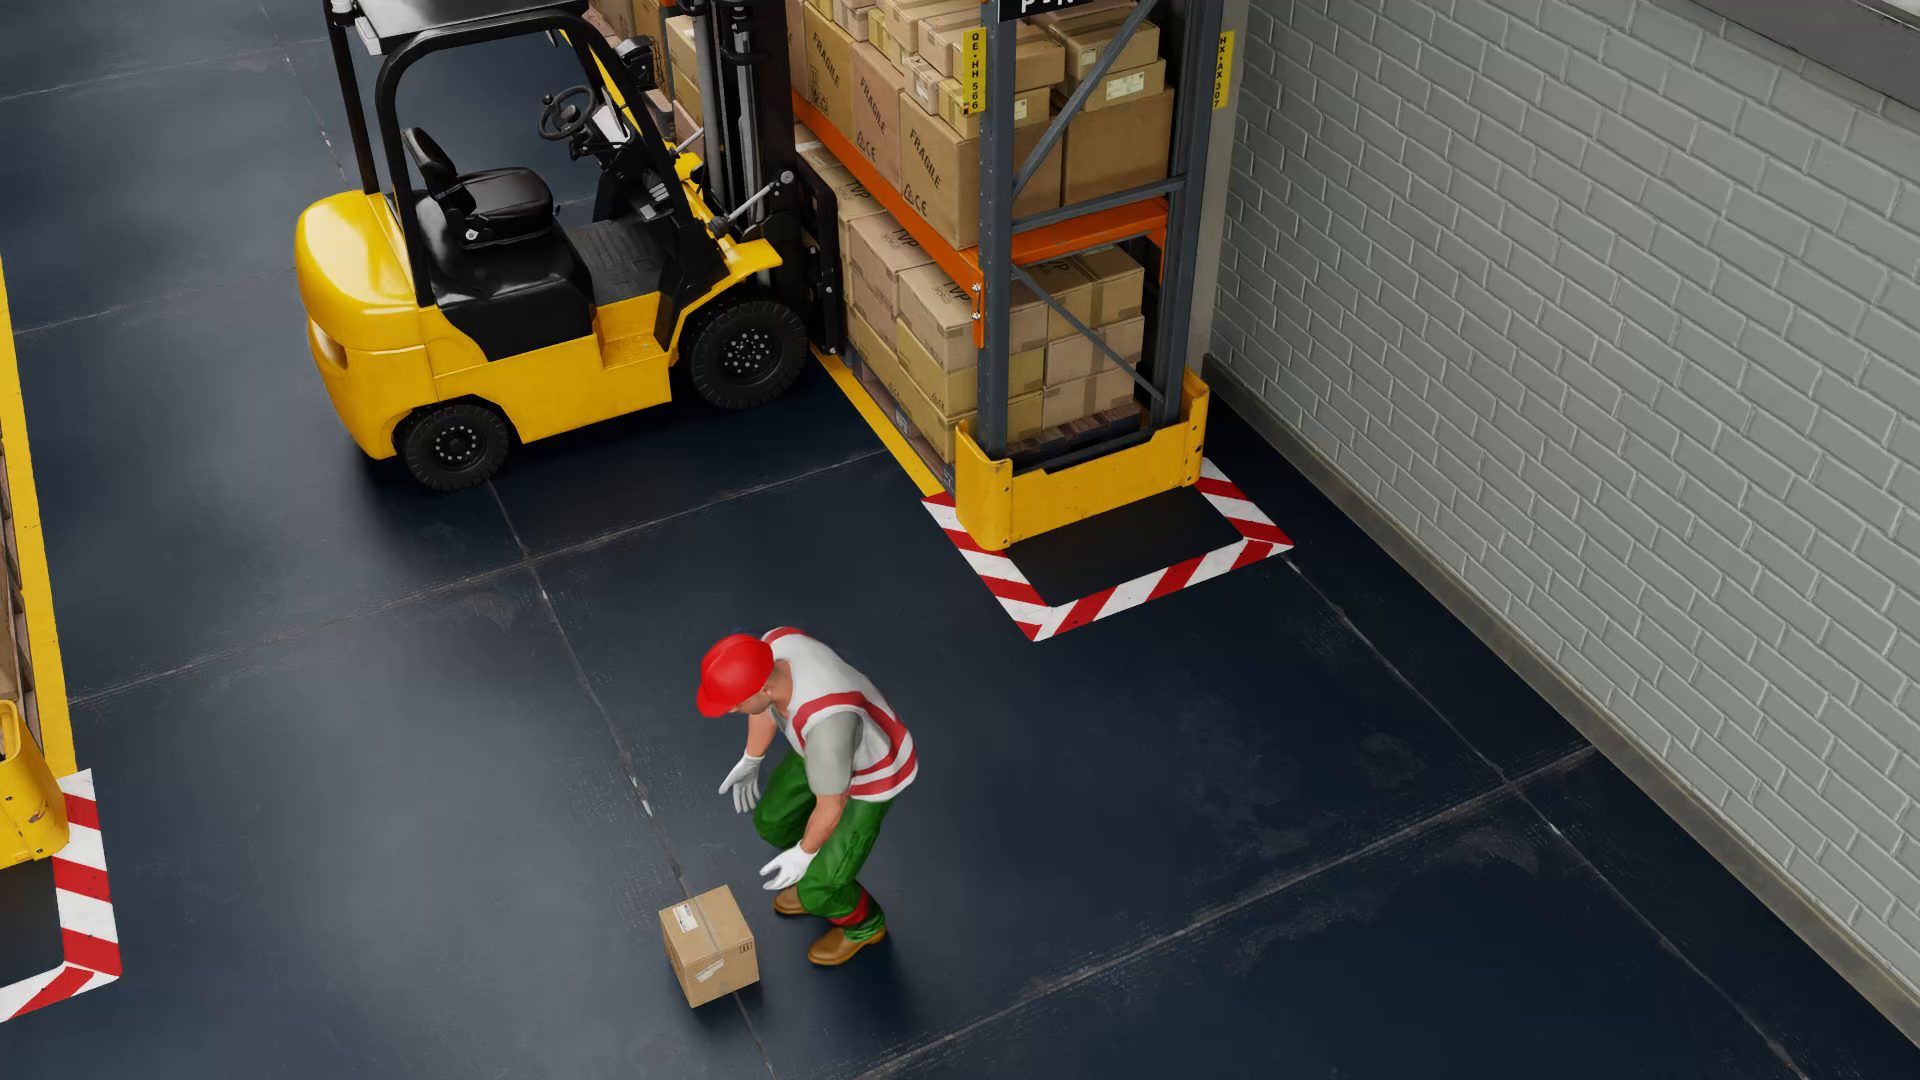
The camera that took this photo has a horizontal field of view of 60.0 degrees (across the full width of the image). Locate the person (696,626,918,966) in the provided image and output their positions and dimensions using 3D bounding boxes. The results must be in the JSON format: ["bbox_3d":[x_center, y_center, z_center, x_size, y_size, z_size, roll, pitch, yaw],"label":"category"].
[{"bbox_3d":[-0.470,0.811,5.402,0.690,1.528,0.579,-18,44,-20],"label":"person"}]
